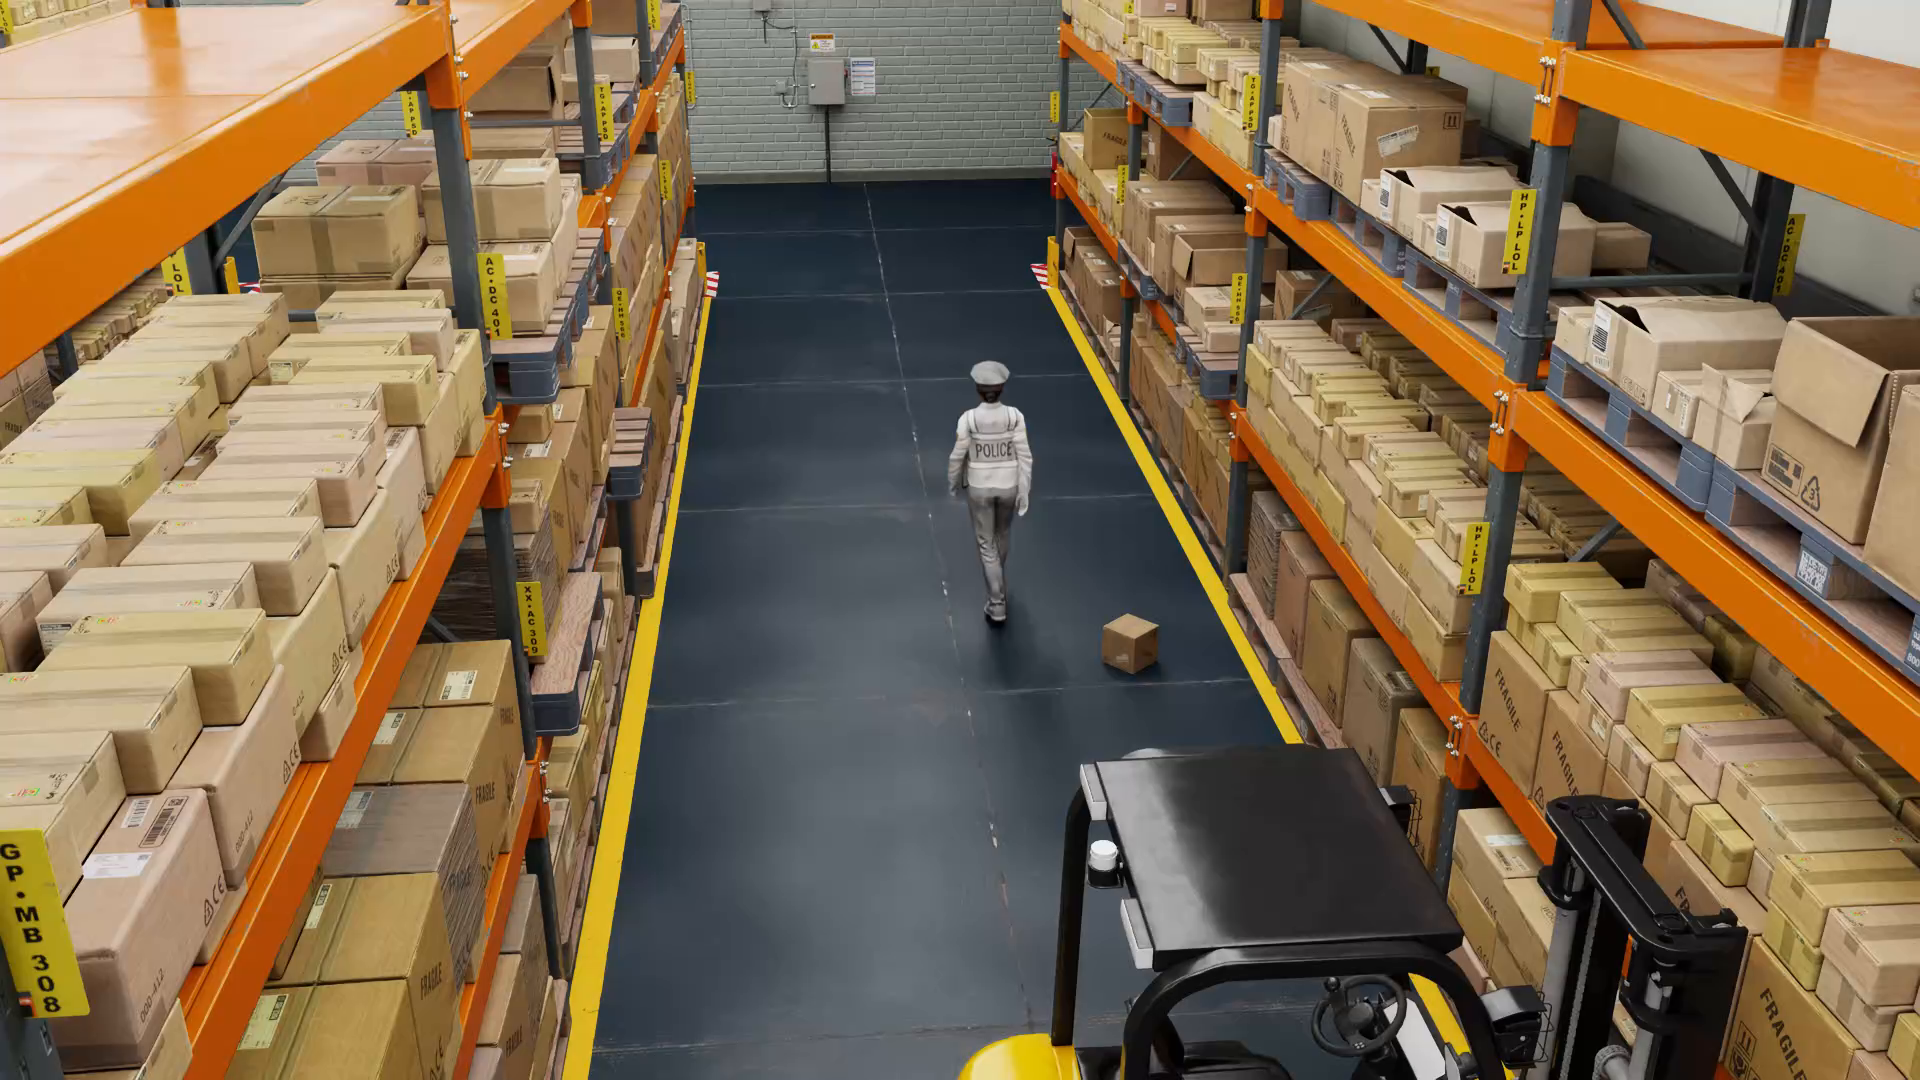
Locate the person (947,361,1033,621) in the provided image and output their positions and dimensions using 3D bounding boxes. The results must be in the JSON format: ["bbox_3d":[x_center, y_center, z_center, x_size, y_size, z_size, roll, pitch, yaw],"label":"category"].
[{"bbox_3d":[0.178,-0.350,10.872,0.512,1.675,0.851,-6,25,-13],"label":"person"}]
